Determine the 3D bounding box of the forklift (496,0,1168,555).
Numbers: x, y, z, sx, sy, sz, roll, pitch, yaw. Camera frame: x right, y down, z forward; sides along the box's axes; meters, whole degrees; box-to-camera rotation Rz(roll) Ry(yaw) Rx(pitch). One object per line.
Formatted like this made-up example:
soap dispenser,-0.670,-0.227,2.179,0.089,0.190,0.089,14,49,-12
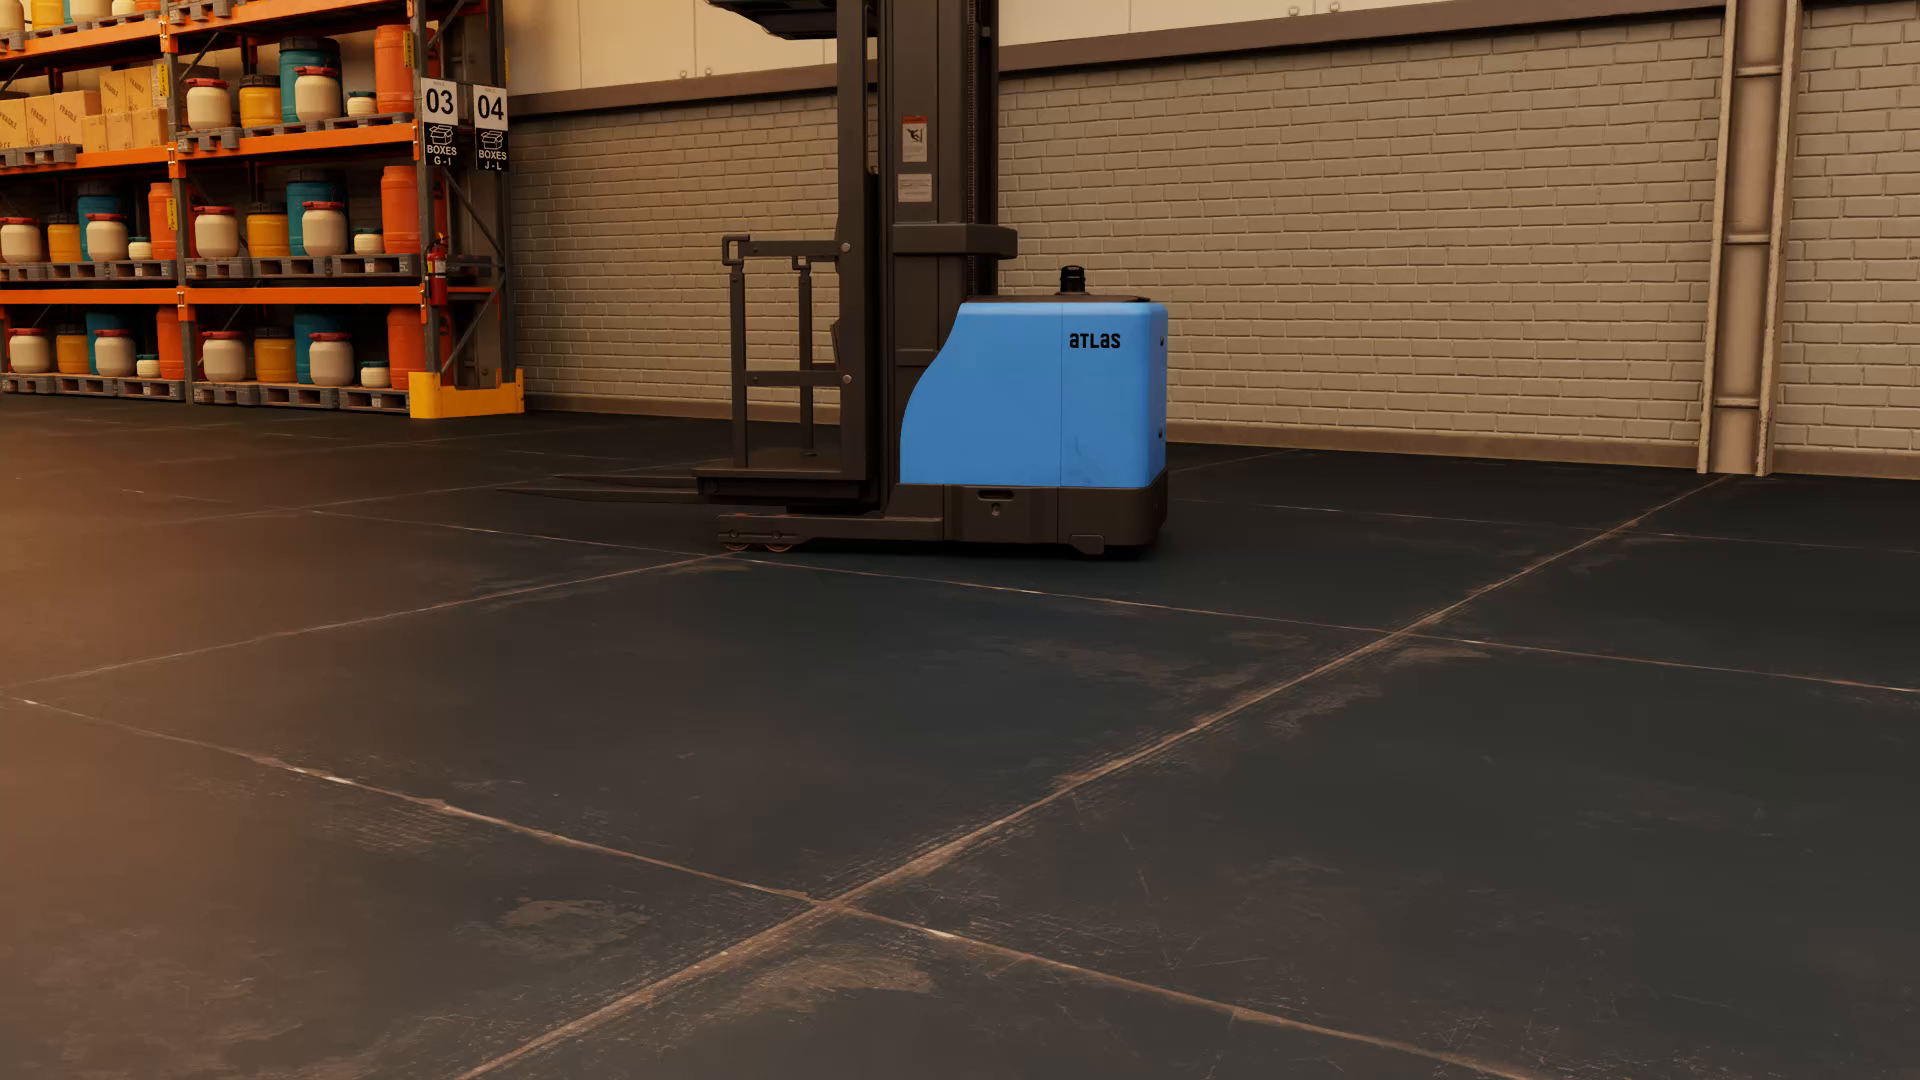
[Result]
forklift,-0.596,-1.469,7.520,3.031,2.935,1.130,2,8,12
